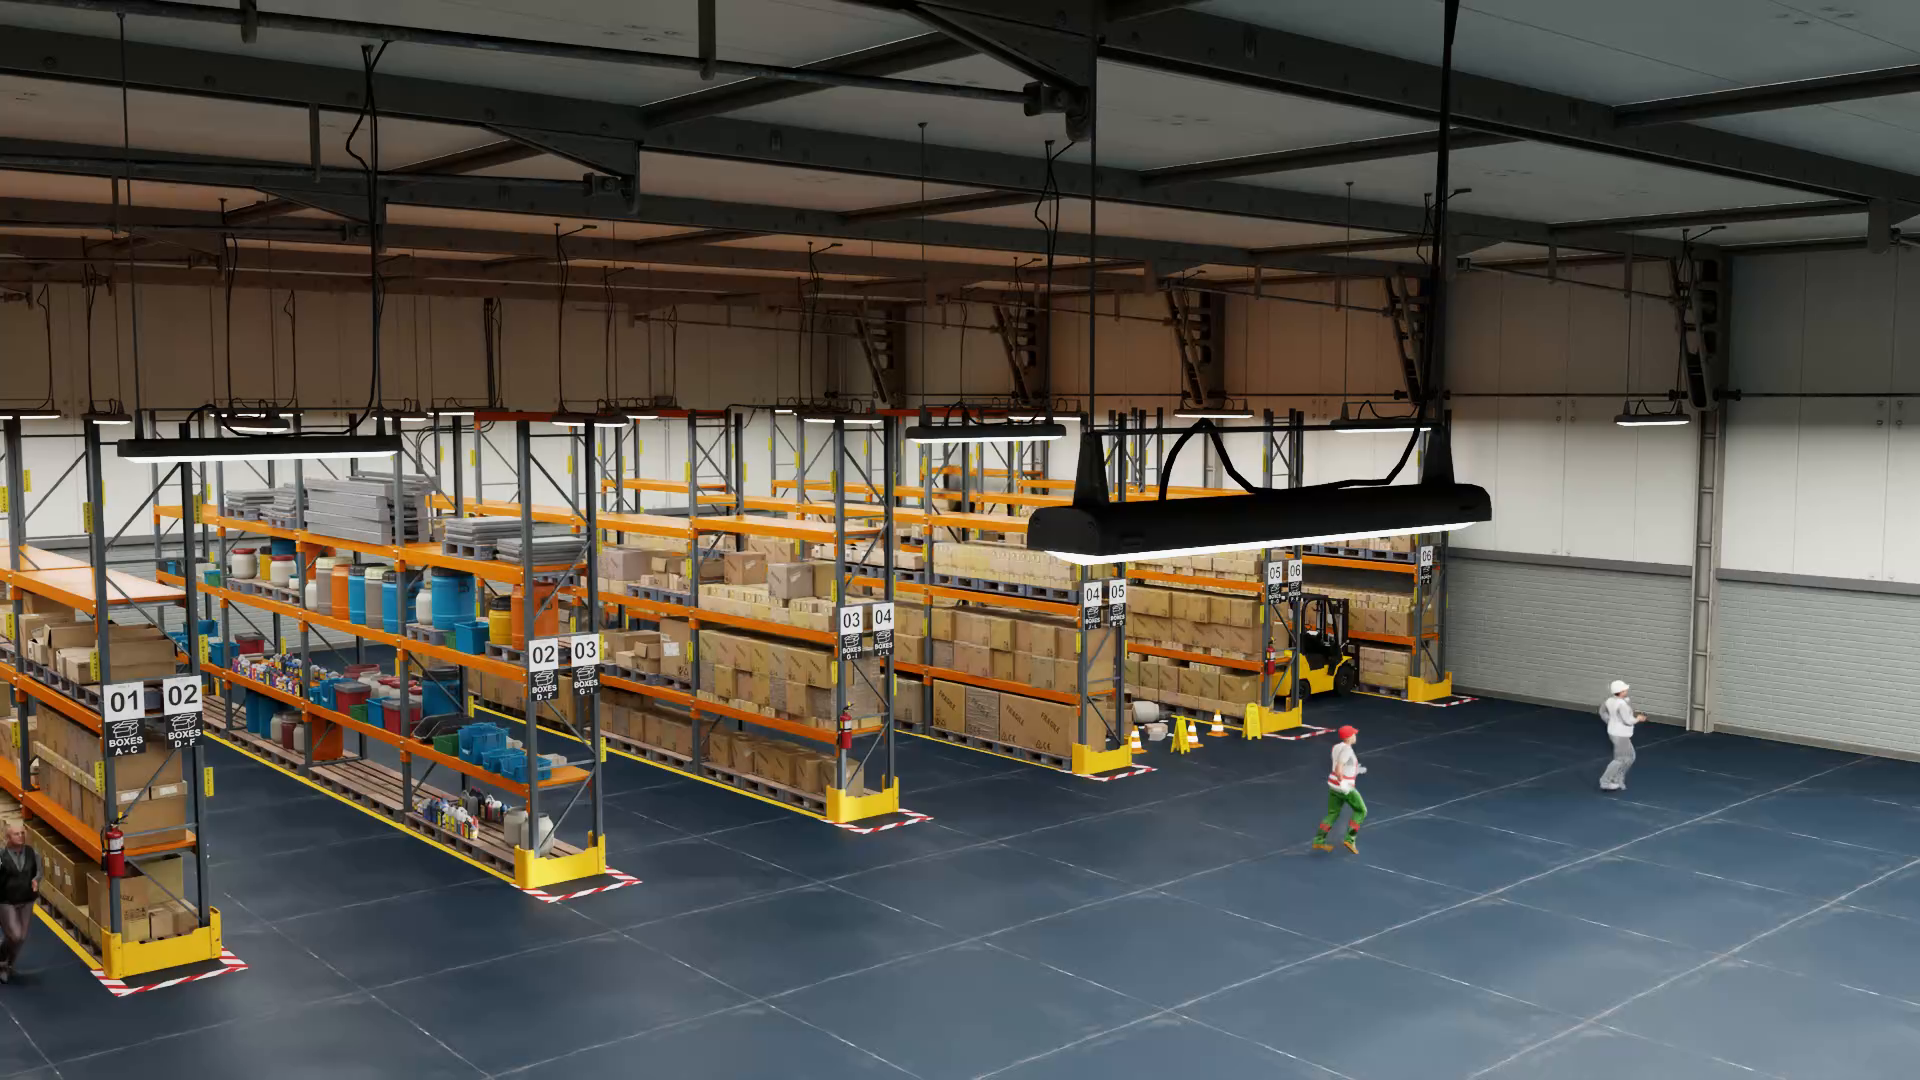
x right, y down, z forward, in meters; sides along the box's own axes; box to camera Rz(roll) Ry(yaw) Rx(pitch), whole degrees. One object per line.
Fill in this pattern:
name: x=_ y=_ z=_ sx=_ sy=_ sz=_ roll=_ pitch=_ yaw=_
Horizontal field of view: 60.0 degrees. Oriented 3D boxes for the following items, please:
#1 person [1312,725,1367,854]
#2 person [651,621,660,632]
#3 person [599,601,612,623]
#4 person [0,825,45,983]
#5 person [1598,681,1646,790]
person: x=5.260 y=3.445 z=22.890 sx=0.838 sy=1.809 sz=0.565 roll=-2 pitch=5 yaw=-19
person: x=-7.589 y=1.906 z=41.411 sx=0.656 sy=1.680 sz=0.619 roll=2 pitch=6 yaw=26
person: x=-8.823 y=1.948 z=41.264 sx=0.554 sy=1.530 sz=0.643 roll=-2 pitch=5 yaw=-17
person: x=-10.186 y=3.913 z=17.938 sx=0.659 sy=1.683 sz=0.634 roll=4 pitch=6 yaw=36
person: x=10.546 y=3.134 z=26.475 sx=0.687 sy=1.806 sz=0.604 roll=0 pitch=5 yaw=4
